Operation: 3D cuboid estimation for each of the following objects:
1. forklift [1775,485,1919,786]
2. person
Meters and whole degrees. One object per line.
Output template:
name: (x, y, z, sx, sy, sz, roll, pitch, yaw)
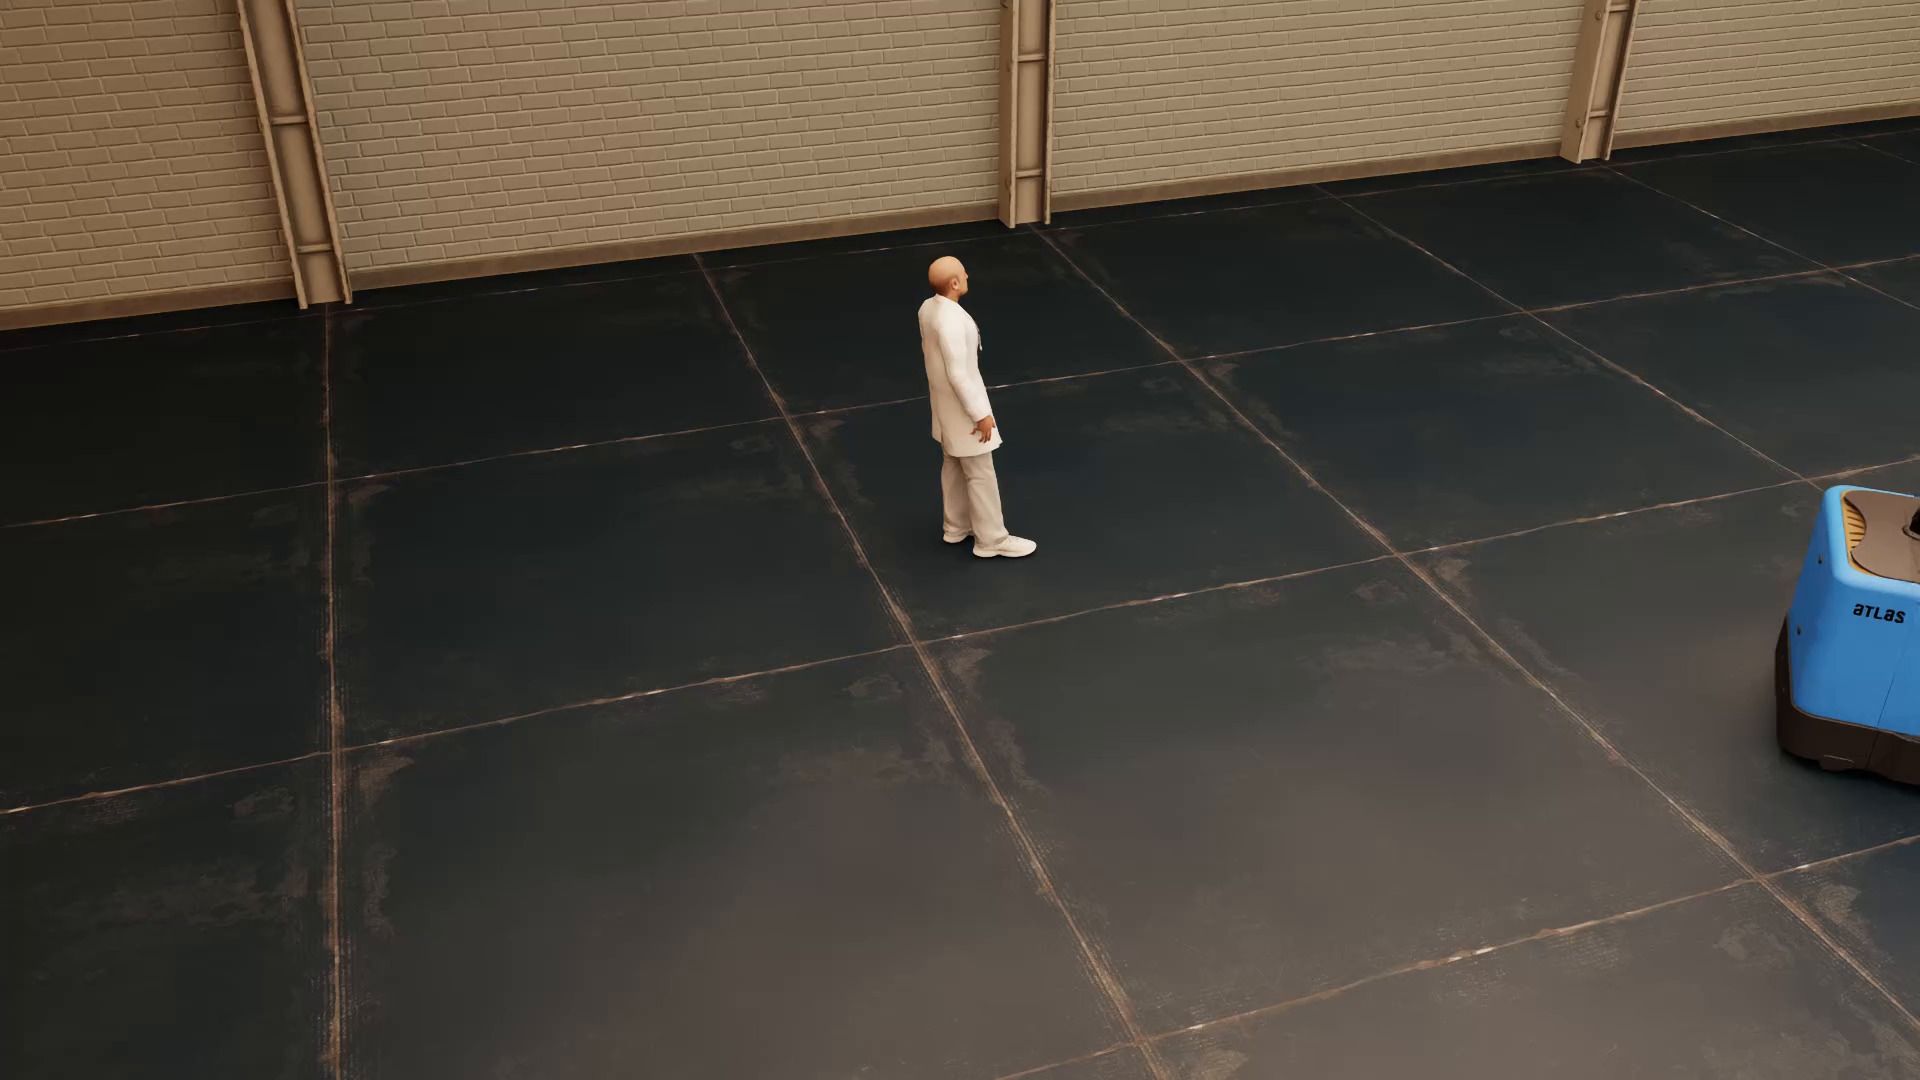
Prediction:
forklift: (5.585, -0.136, 7.323, 3.031, 2.935, 1.130, 11, 32, 19)
person: (0.087, -0.788, 9.600, 0.581, 1.775, 0.696, -10, 31, -16)
